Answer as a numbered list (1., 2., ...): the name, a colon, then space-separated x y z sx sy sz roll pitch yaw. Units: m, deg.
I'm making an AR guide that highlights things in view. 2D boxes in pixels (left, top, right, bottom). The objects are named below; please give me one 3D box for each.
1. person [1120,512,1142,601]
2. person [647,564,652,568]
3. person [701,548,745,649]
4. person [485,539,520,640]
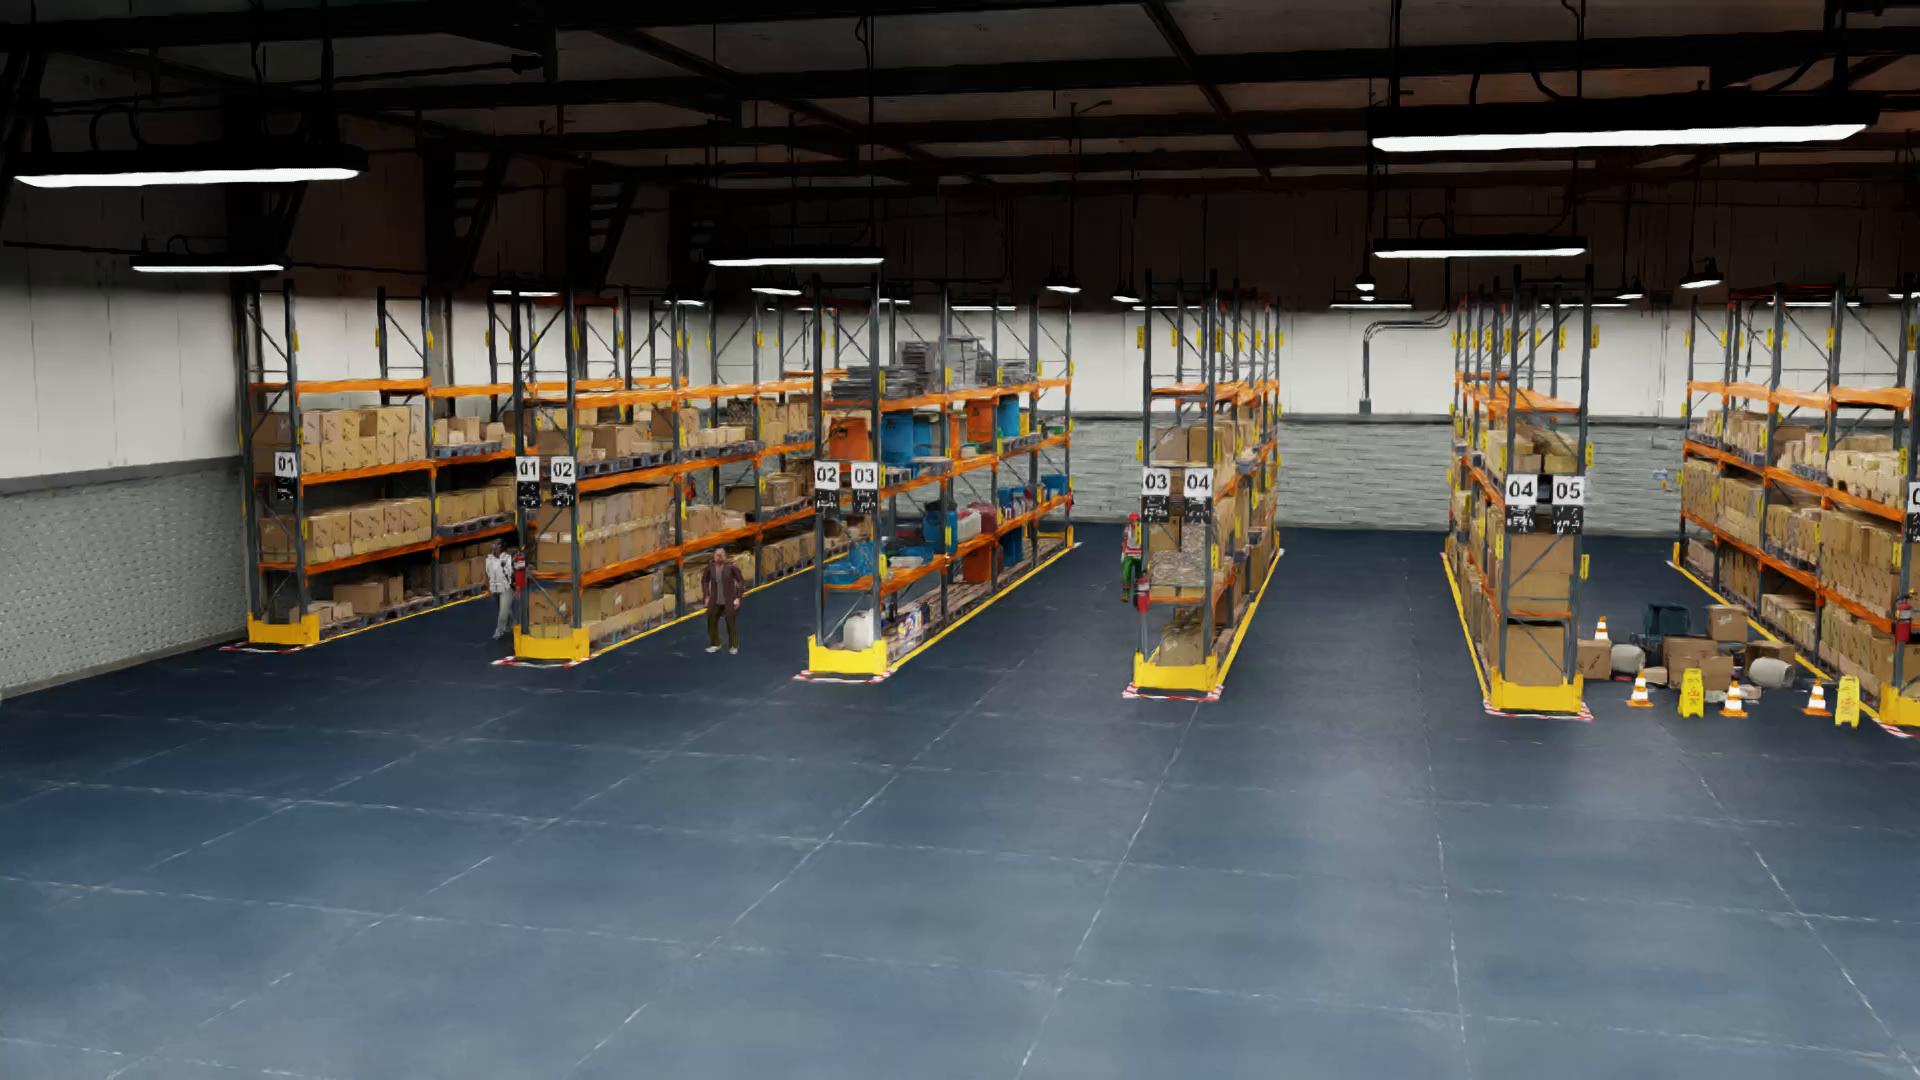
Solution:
1. person: 3.366 0.300 32.059 0.550 1.709 1.128 1 7 12
2. person: -6.545 0.065 34.308 0.543 1.648 1.115 2 7 16
3. person: -3.789 0.939 26.583 0.729 1.680 0.538 1 7 12
4. person: -7.744 0.804 27.992 0.542 1.675 1.126 2 7 16
